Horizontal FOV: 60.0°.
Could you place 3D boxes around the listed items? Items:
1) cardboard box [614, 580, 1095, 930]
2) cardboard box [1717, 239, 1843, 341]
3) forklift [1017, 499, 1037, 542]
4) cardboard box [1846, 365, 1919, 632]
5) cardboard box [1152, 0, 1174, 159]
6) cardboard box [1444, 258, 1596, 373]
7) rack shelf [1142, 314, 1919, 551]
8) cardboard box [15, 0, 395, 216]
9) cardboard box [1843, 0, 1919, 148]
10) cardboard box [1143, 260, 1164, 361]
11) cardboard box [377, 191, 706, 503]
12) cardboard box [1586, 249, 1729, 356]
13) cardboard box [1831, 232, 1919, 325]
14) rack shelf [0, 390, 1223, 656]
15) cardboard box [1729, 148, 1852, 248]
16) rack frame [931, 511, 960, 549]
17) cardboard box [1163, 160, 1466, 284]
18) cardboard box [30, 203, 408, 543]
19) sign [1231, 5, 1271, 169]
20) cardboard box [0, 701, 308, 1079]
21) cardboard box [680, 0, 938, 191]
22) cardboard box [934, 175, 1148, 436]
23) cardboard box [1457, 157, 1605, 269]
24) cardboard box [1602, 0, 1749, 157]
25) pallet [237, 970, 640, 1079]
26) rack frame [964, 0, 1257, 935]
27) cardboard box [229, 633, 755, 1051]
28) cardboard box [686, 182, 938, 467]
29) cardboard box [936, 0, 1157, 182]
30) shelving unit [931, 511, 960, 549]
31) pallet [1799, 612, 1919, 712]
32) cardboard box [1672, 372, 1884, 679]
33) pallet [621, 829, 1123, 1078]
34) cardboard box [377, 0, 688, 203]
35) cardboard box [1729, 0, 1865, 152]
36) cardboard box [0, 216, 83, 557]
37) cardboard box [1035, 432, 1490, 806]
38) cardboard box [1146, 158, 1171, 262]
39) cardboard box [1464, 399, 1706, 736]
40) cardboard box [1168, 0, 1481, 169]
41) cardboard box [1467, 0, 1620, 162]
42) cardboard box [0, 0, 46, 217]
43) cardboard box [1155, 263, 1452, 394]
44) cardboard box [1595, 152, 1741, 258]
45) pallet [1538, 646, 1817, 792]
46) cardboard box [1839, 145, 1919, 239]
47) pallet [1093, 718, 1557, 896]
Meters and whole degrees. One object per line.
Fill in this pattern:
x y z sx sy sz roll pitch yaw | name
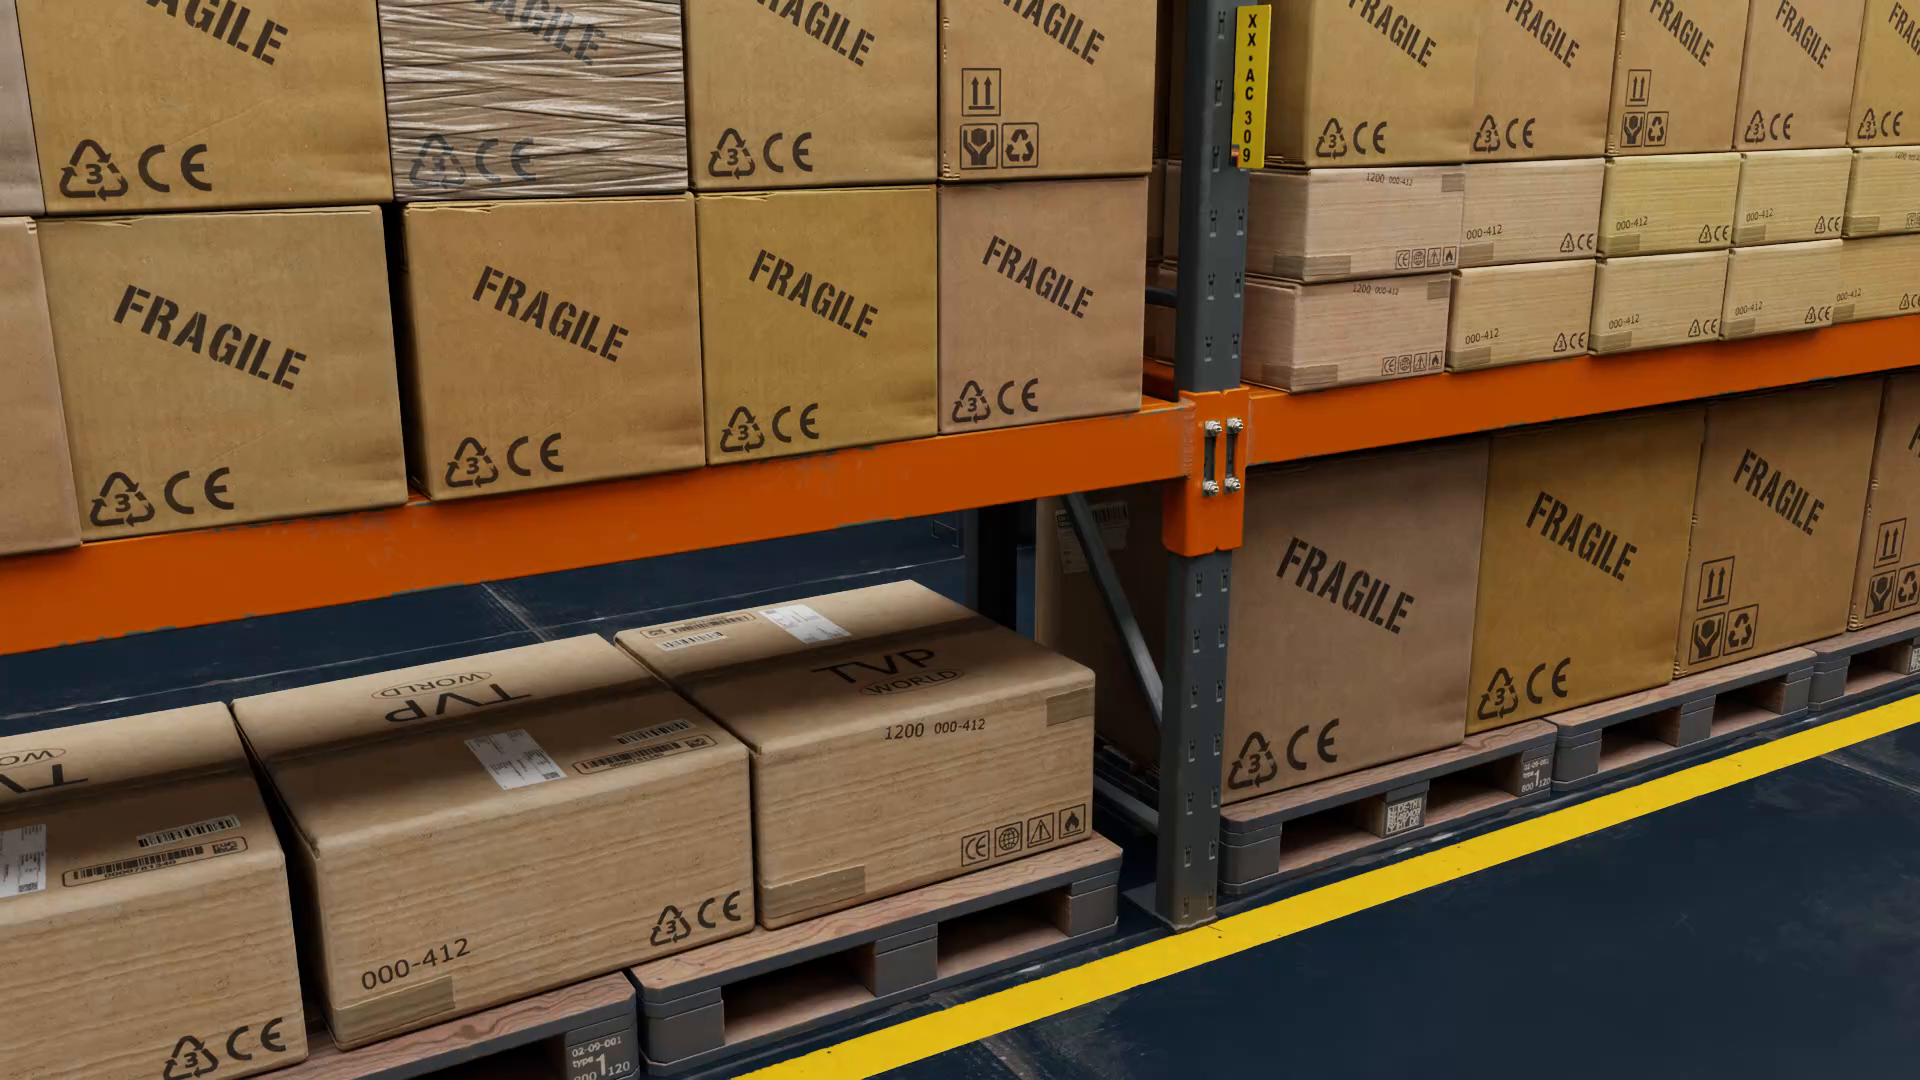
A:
-0.276 0.479 4.114 0.875 0.438 0.875 -10 18 -31 | cardboard box
2.155 -0.750 4.807 0.500 0.250 0.500 -10 18 -31 | cardboard box
1.516 -1.608 7.715 3.031 2.935 1.130 -7 17 -25 | forklift
3.112 -0.274 5.987 0.875 0.875 0.875 -9 18 -30 | cardboard box
0.572 -1.265 4.328 0.500 0.500 0.500 -9 18 -28 | cardboard box
1.274 -0.616 4.326 0.500 0.250 0.500 -10 18 -31 | cardboard box
2.032 -0.547 5.137 4.000 0.370 1.077 -9 18 -30 | rack shelf
-1.249 -0.806 2.690 0.500 0.500 0.500 -9 18 -29 | cardboard box
2.574 -1.428 4.908 0.500 0.500 0.500 -9 18 -30 | cardboard box
0.573 -0.664 4.498 0.500 0.250 0.500 -10 18 -31 | cardboard box
-0.810 -0.394 3.072 0.500 0.500 0.500 -10 18 -31 | cardboard box
1.721 -0.683 4.567 0.500 0.250 0.500 -9 18 -30 | cardboard box
2.577 -0.828 5.084 0.500 0.250 0.500 -9 18 -30 | cardboard box
-1.396 0.009 3.153 4.000 0.370 1.077 -9 18 -30 | rack shelf
2.151 -0.994 4.748 0.500 0.250 0.500 -10 18 -31 | cardboard box
-0.066 -0.567 7.210 0.006 1.200 0.240 -9 18 -30 | rack frame
0.840 -0.780 3.986 0.500 0.250 0.500 -10 18 -31 | cardboard box
-1.266 -0.325 2.825 0.500 0.500 0.500 -9 18 -28 | cardboard box
0.605 -0.942 3.463 0.005 0.325 0.100 -9 18 -30 | sign
-1.816 0.728 3.224 0.875 0.438 0.875 -9 18 -28 | cardboard box
-0.383 -0.947 3.192 0.500 0.500 0.500 -10 18 -31 | cardboard box
0.052 -0.540 3.593 0.500 0.500 0.500 -9 18 -29 | cardboard box
1.273 -0.859 4.268 0.500 0.250 0.500 -9 18 -29 | cardboard box
1.696 -1.286 4.402 0.500 0.500 0.500 -10 18 -31 | cardboard box
-1.421 0.986 3.503 1.213 0.211 1.003 -9 18 -30 | pallet
0.318 -0.615 4.048 0.127 3.000 1.000 -9 18 -30 | rack frame
-1.043 0.603 3.670 0.875 0.438 0.875 -10 18 -31 | cardboard box
-0.386 -0.467 3.334 0.500 0.500 0.500 -10 18 -31 | cardboard box
0.056 -1.015 3.437 0.500 0.500 0.500 -9 18 -30 | cardboard box
0.012 -0.580 7.255 0.189 1.200 0.258 -9 18 -30 | shelving unit
3.032 0.263 6.079 1.213 0.211 1.003 -9 18 -30 | pallet
2.345 -0.151 5.549 0.875 0.875 0.875 -9 18 -29 | cardboard box
-0.374 0.815 4.112 1.213 0.211 1.003 -9 18 -30 | pallet
-0.815 -0.874 2.932 0.500 0.500 0.500 -9 18 -29 | cardboard box
2.136 -1.359 4.664 0.500 0.500 0.500 -10 18 -31 | cardboard box
-1.687 -0.251 2.563 0.500 0.500 0.500 -9 18 -30 | cardboard box
0.808 0.101 4.651 0.875 0.875 0.875 -9 18 -28 | cardboard box
0.571 -0.901 4.420 0.500 0.250 0.500 -9 18 -30 | cardboard box
1.578 -0.027 5.106 0.875 0.875 0.875 -9 18 -28 | cardboard box
0.843 -1.140 3.880 0.500 0.500 0.500 -9 18 -29 | cardboard box
1.265 -1.217 4.155 0.500 0.500 0.500 -9 18 -30 | cardboard box
-1.676 -0.737 2.442 0.500 0.500 0.500 -9 18 -30 | cardboard box
0.831 -0.543 4.068 0.500 0.250 0.500 -10 18 -31 | cardboard box
1.719 -0.923 4.496 0.500 0.250 0.500 -9 18 -29 | cardboard box
1.987 0.432 5.478 1.213 0.211 1.003 -9 18 -30 | pallet
2.596 -1.066 5.006 0.500 0.250 0.500 -10 18 -31 | cardboard box
0.941 0.603 4.869 1.213 0.211 1.003 -9 18 -30 | pallet
